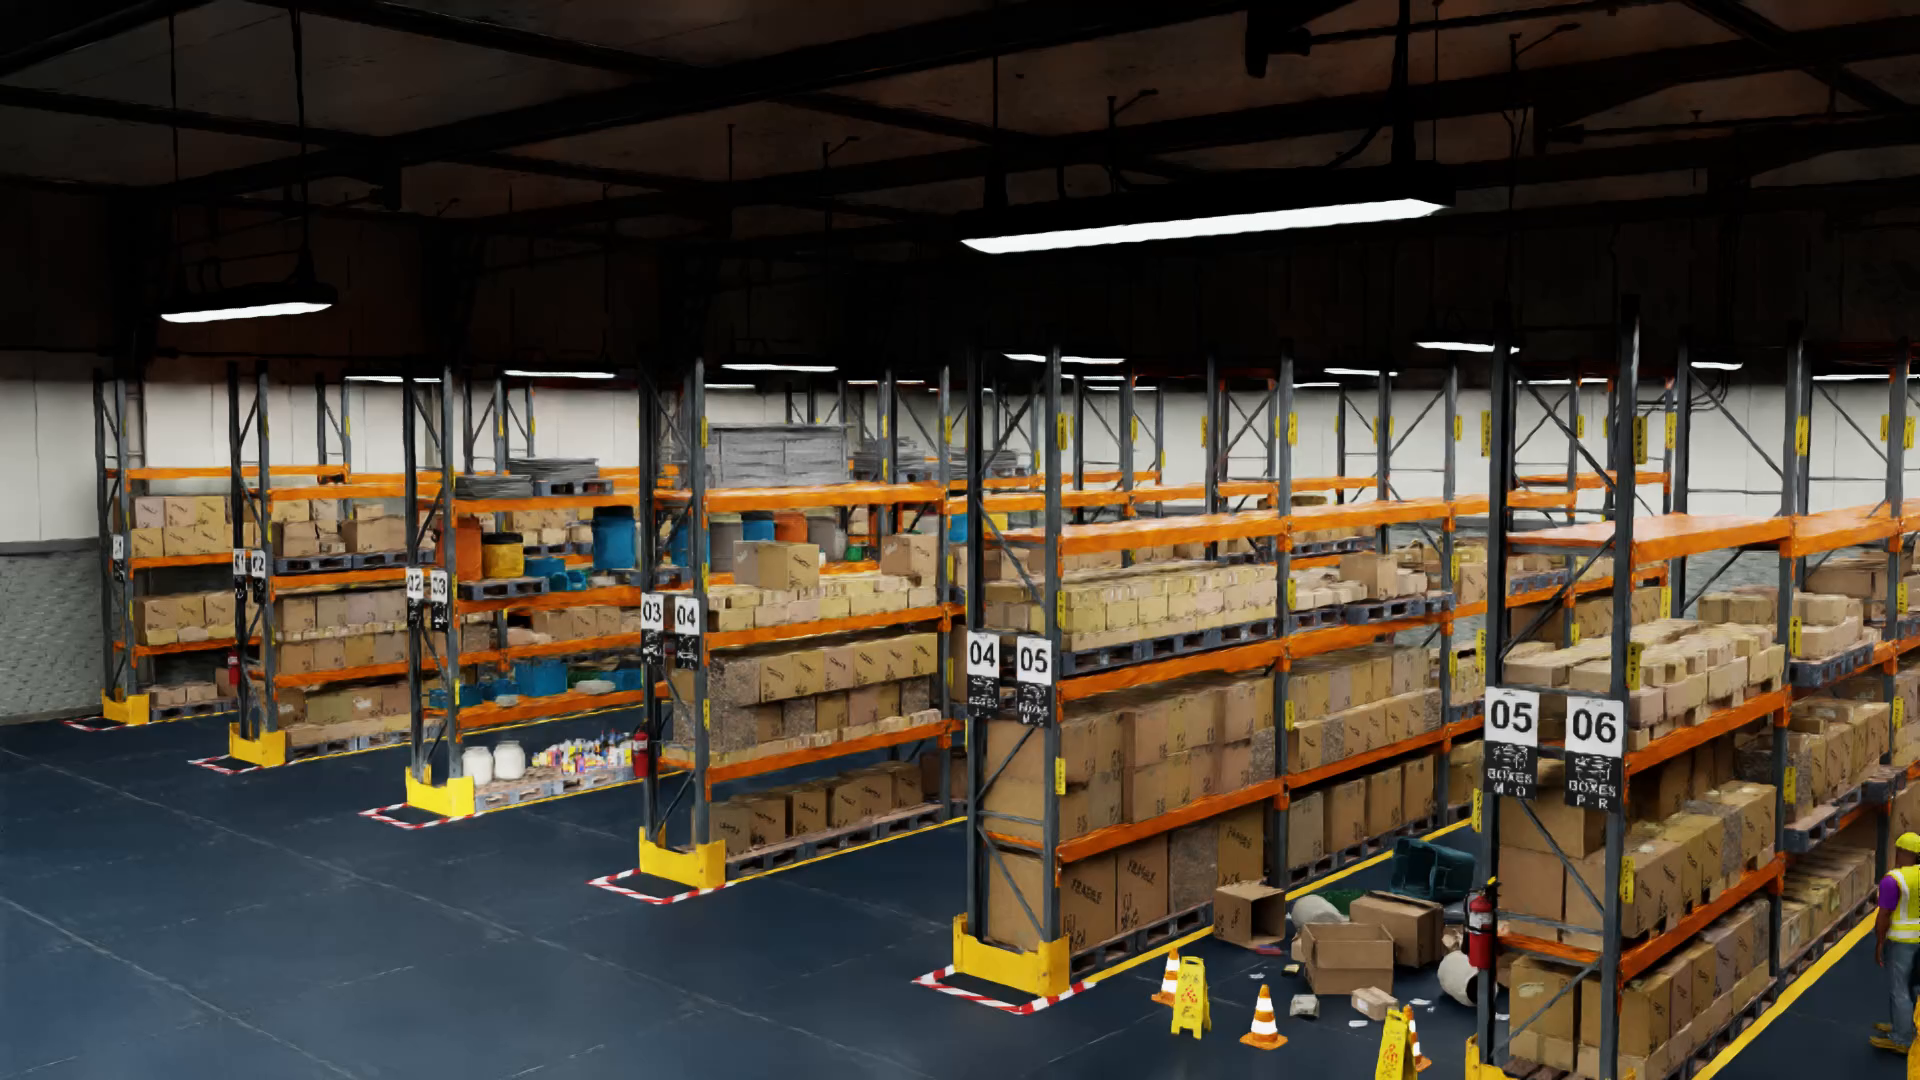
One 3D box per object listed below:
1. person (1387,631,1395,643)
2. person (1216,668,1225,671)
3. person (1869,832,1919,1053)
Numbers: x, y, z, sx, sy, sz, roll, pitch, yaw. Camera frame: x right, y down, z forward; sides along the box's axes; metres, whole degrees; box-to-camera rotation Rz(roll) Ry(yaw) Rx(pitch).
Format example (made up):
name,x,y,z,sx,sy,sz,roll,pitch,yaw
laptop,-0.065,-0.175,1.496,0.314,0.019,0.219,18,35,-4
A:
name,x,y,z,sx,sy,sz,roll,pitch,yaw
person,8.590,1.836,33.788,0.623,1.667,0.437,-1,4,-18
person,3.723,2.600,23.891,0.639,1.632,0.512,3,5,39
person,7.715,3.263,13.657,0.625,1.765,0.497,-1,4,-18
